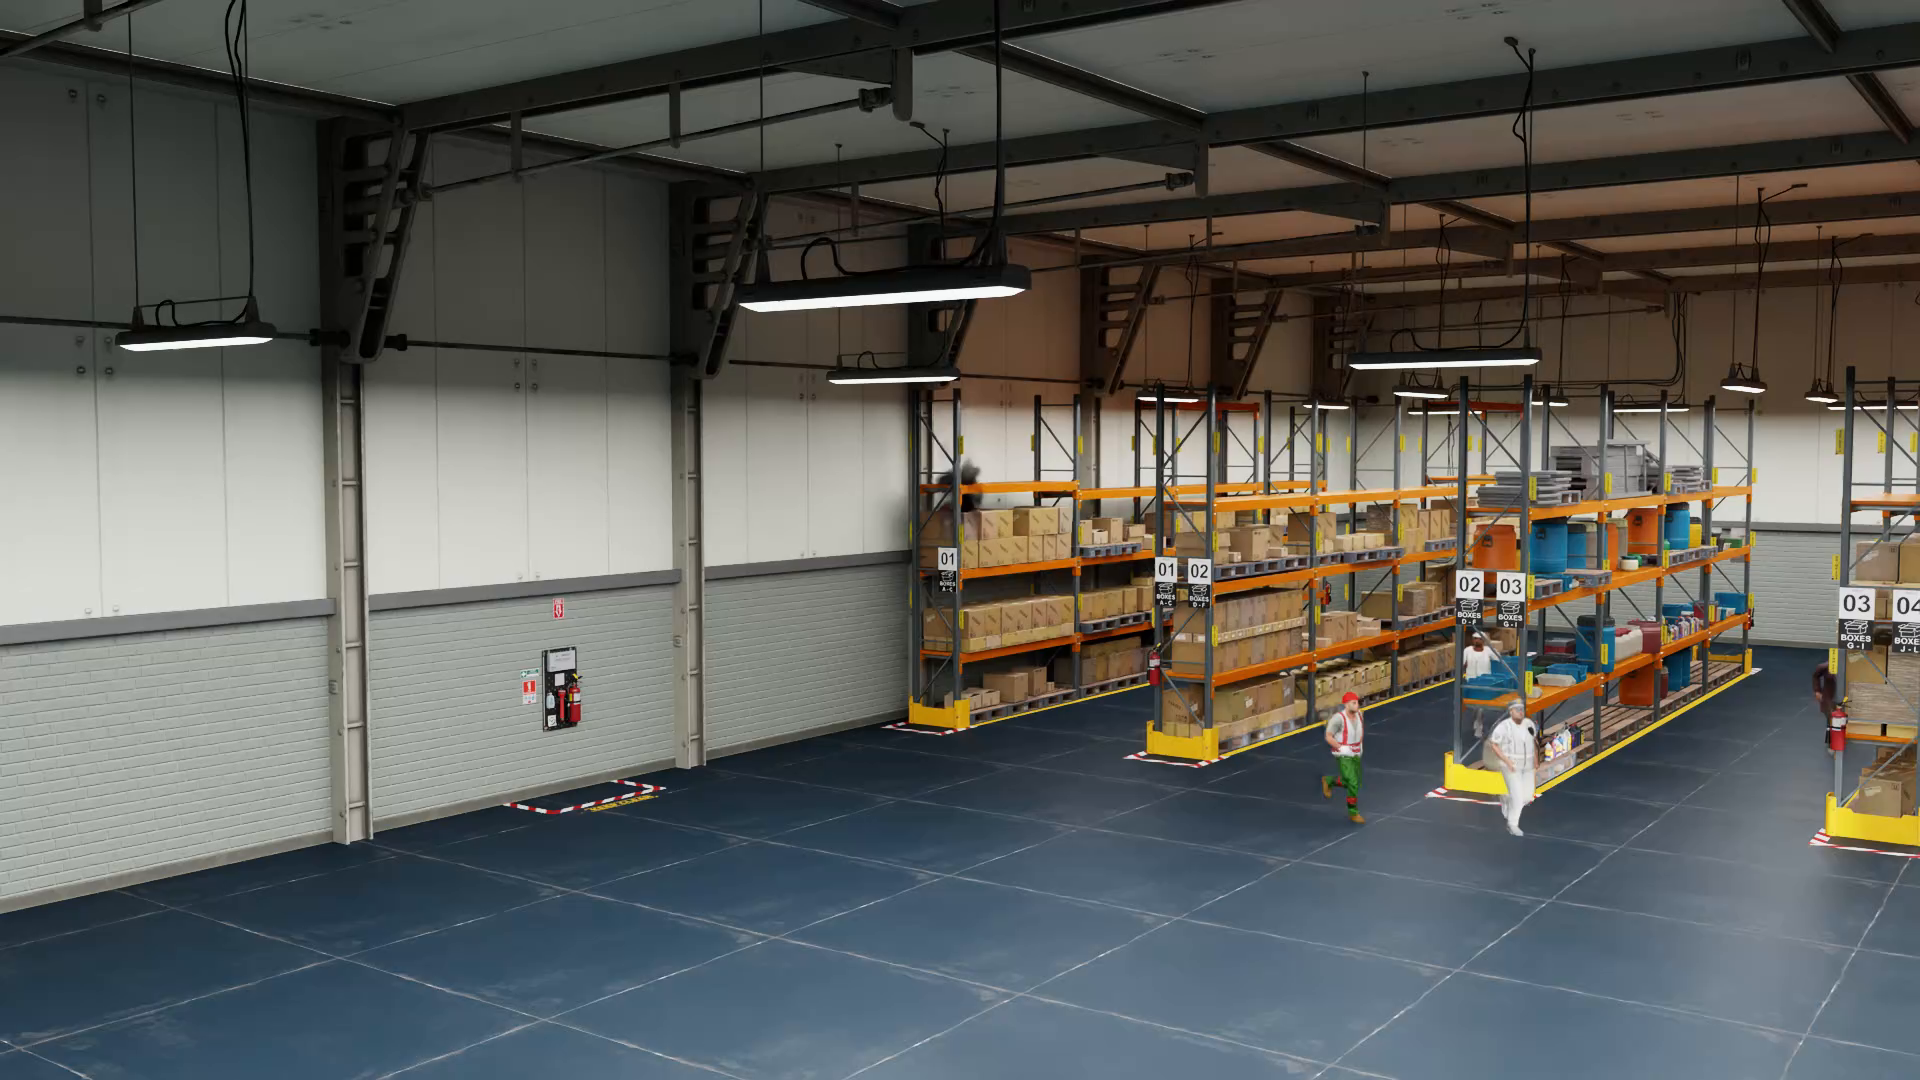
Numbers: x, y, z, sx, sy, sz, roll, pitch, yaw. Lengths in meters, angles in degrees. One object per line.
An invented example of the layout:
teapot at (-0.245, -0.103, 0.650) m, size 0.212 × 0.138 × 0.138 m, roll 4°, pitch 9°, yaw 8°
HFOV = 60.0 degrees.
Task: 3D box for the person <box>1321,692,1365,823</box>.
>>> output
person at (5.127, 2.883, 22.303) m, size 0.679 × 1.750 × 0.761 m, roll -2°, pitch 4°, yaw -34°

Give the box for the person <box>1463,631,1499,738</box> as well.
person at (8.947, 2.475, 28.732) m, size 0.677 × 1.823 × 0.738 m, roll 2°, pitch 4°, yaw 31°

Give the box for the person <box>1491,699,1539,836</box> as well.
person at (7.179, 2.913, 21.558) m, size 0.669 × 1.776 × 0.646 m, roll -1°, pitch 3°, yaw -13°

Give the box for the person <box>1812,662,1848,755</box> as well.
person at (14.275, 2.635, 27.099) m, size 0.704 × 1.695 × 0.799 m, roll 1°, pitch 4°, yaw 23°
